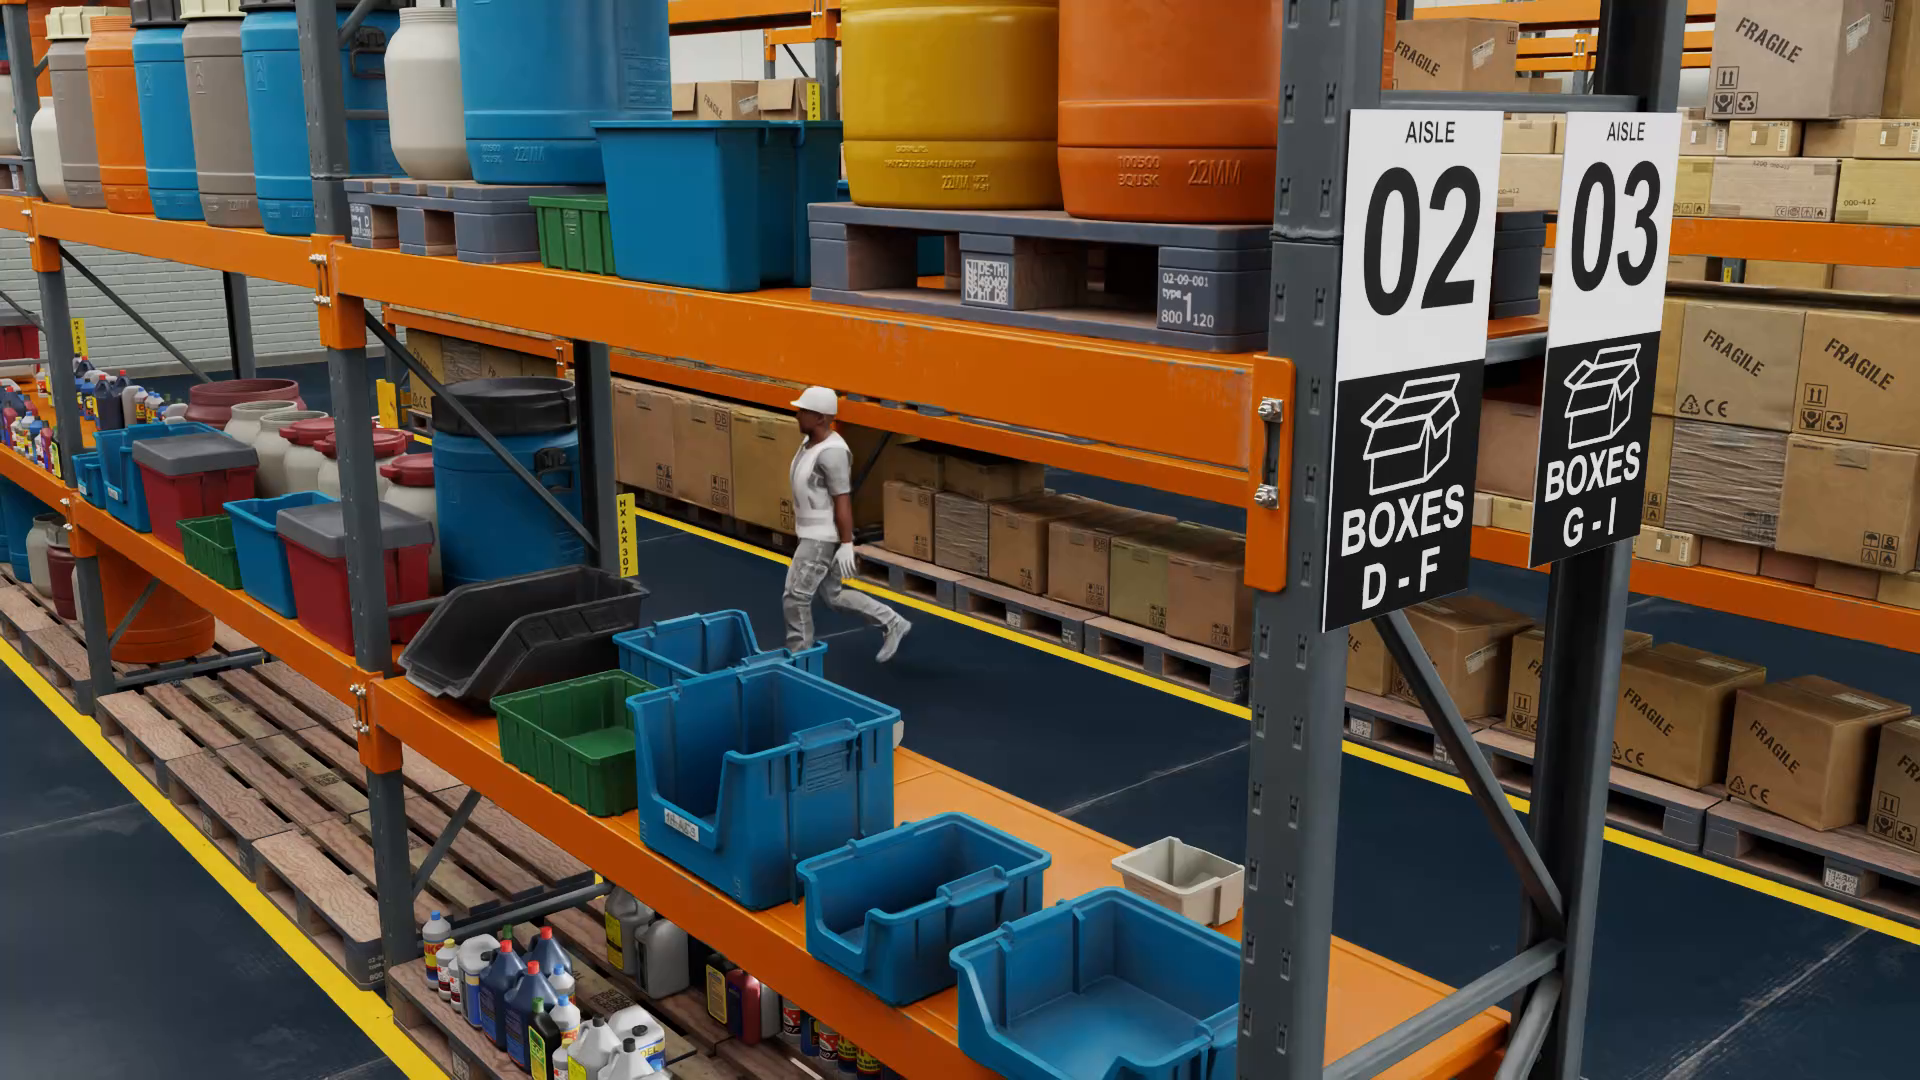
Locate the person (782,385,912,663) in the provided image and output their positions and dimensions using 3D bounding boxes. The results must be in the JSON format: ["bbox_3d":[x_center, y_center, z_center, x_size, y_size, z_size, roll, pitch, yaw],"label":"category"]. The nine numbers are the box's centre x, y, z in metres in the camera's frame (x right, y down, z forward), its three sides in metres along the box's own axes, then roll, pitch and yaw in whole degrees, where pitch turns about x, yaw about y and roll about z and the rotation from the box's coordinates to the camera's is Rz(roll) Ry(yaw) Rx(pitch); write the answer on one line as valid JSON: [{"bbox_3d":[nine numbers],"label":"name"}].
[{"bbox_3d":[-0.739,-0.030,9.588,0.958,1.752,0.591,-3,14,-11],"label":"person"}]
